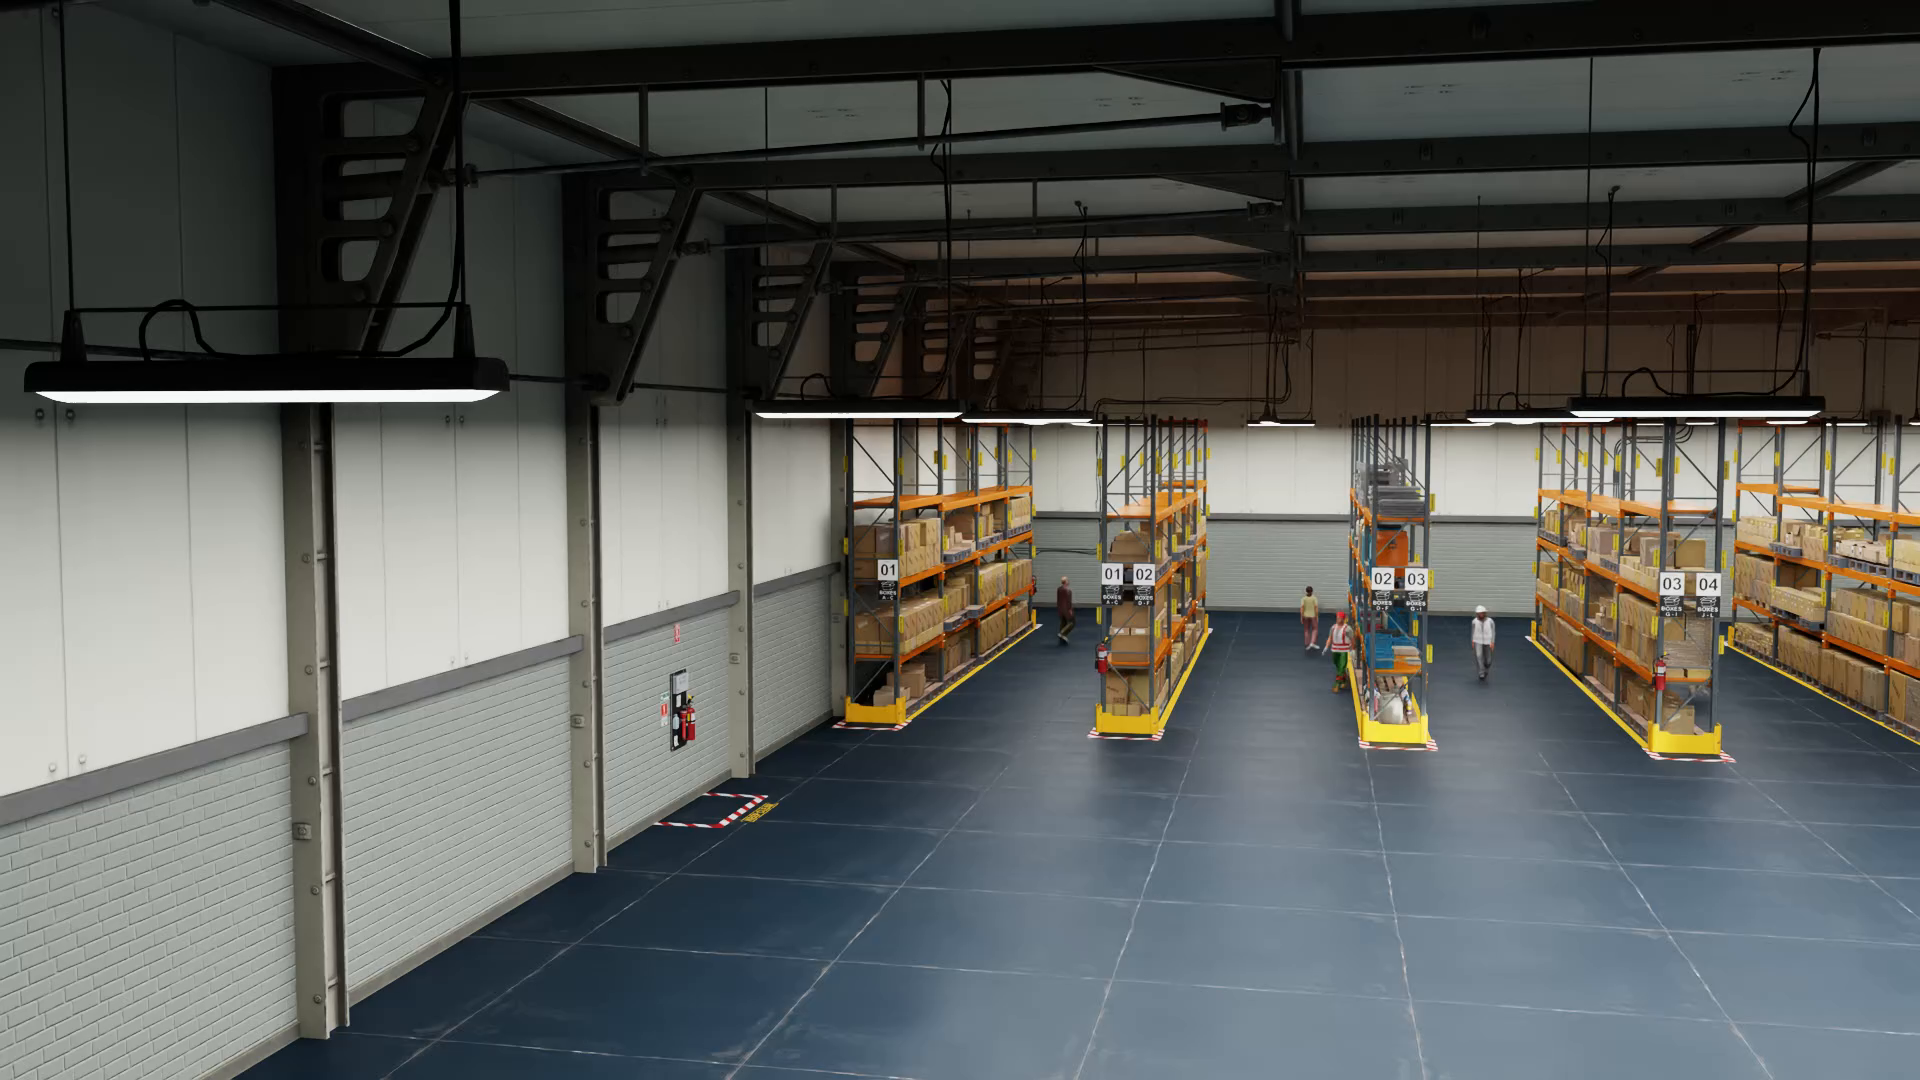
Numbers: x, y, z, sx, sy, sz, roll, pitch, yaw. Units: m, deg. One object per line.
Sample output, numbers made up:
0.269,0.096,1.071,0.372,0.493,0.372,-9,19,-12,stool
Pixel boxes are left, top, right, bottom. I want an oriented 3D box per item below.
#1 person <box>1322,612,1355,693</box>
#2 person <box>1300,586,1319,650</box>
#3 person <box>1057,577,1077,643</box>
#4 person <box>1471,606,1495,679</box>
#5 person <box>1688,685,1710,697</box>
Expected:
8.241,2.420,36.213,0.636,1.721,1.082,3,5,36,person
9.073,2.026,43.093,0.490,1.669,0.534,1,4,11,person
2.785,1.868,44.373,0.557,1.780,0.609,-2,4,-29,person
12.062,2.341,38.340,0.530,1.663,1.018,1,4,17,person
15.727,2.497,35.525,0.578,1.724,0.532,1,4,14,person
